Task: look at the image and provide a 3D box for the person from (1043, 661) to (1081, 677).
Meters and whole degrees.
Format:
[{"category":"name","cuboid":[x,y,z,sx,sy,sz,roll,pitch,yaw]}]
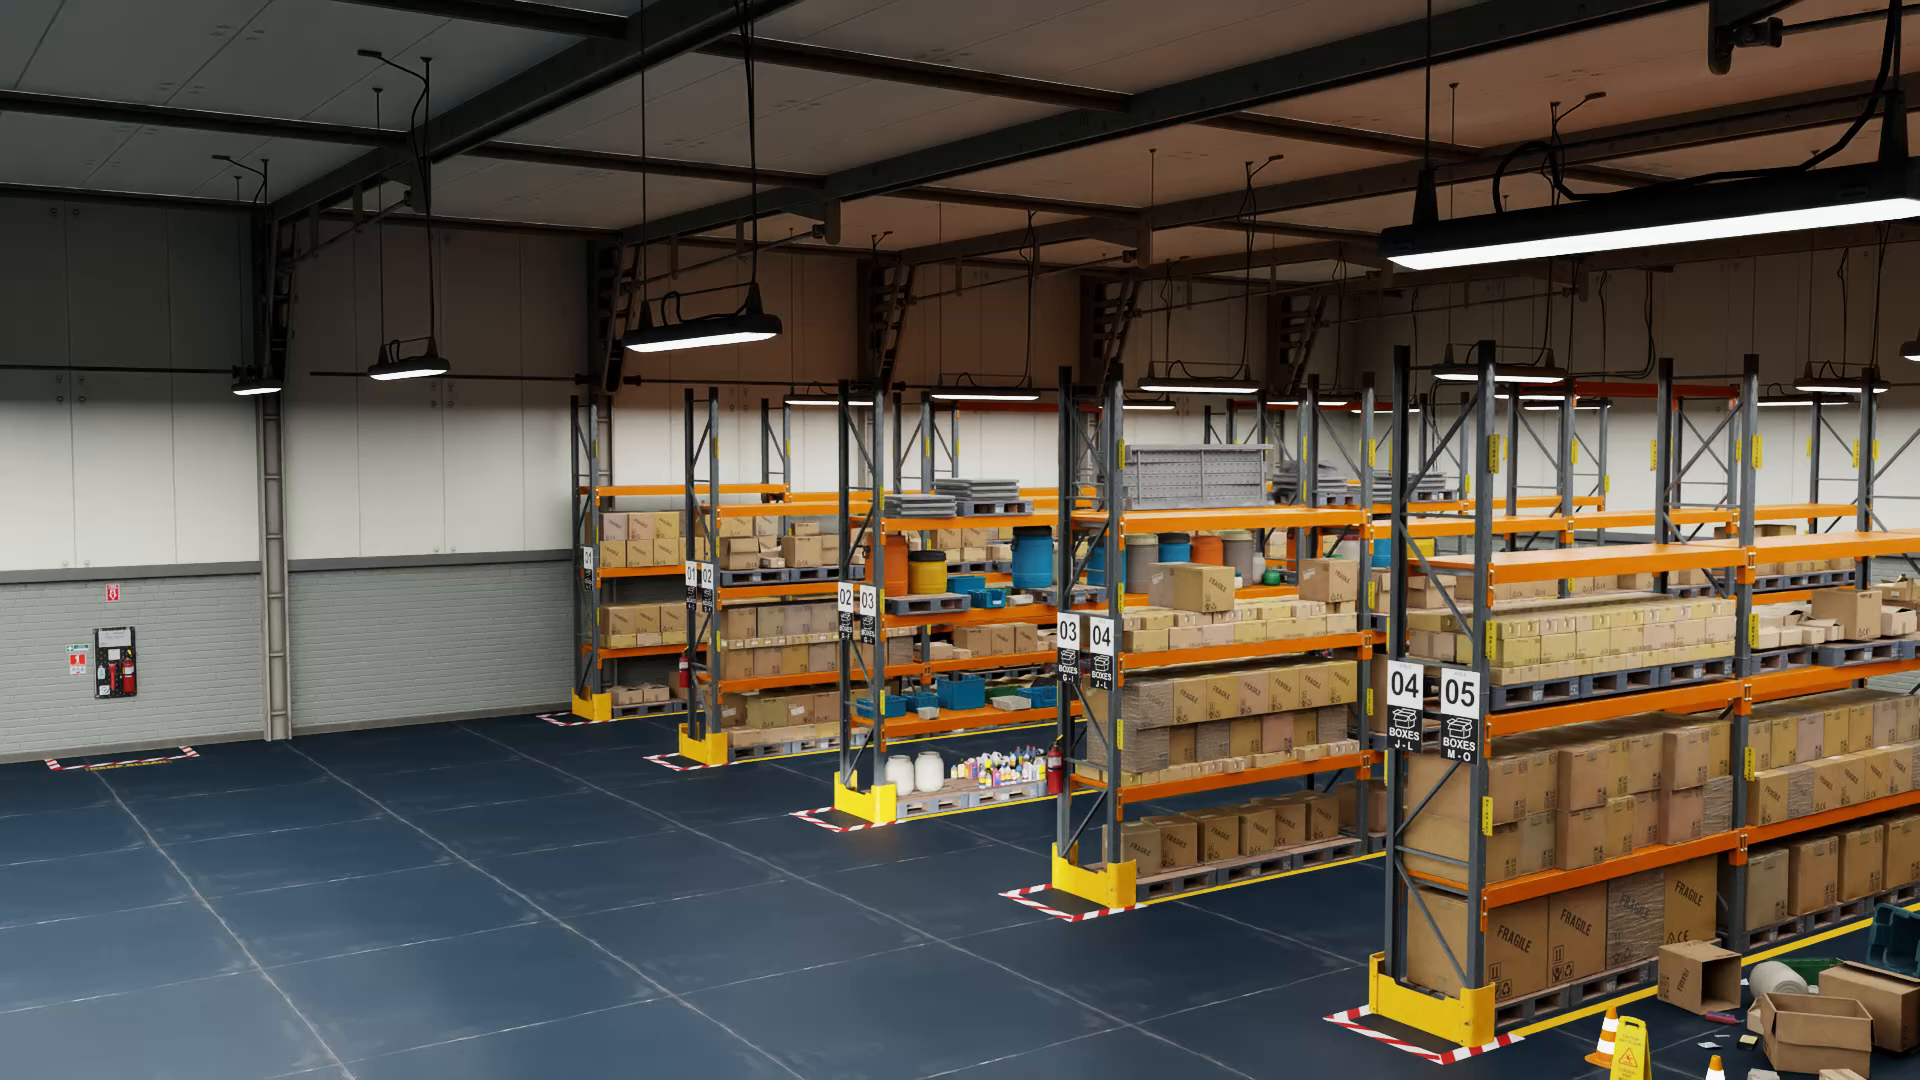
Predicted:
[{"category":"person","cuboid":[2.109,2.153,33.889,1.046,1.393,0.488,-3,4,-40]}]
